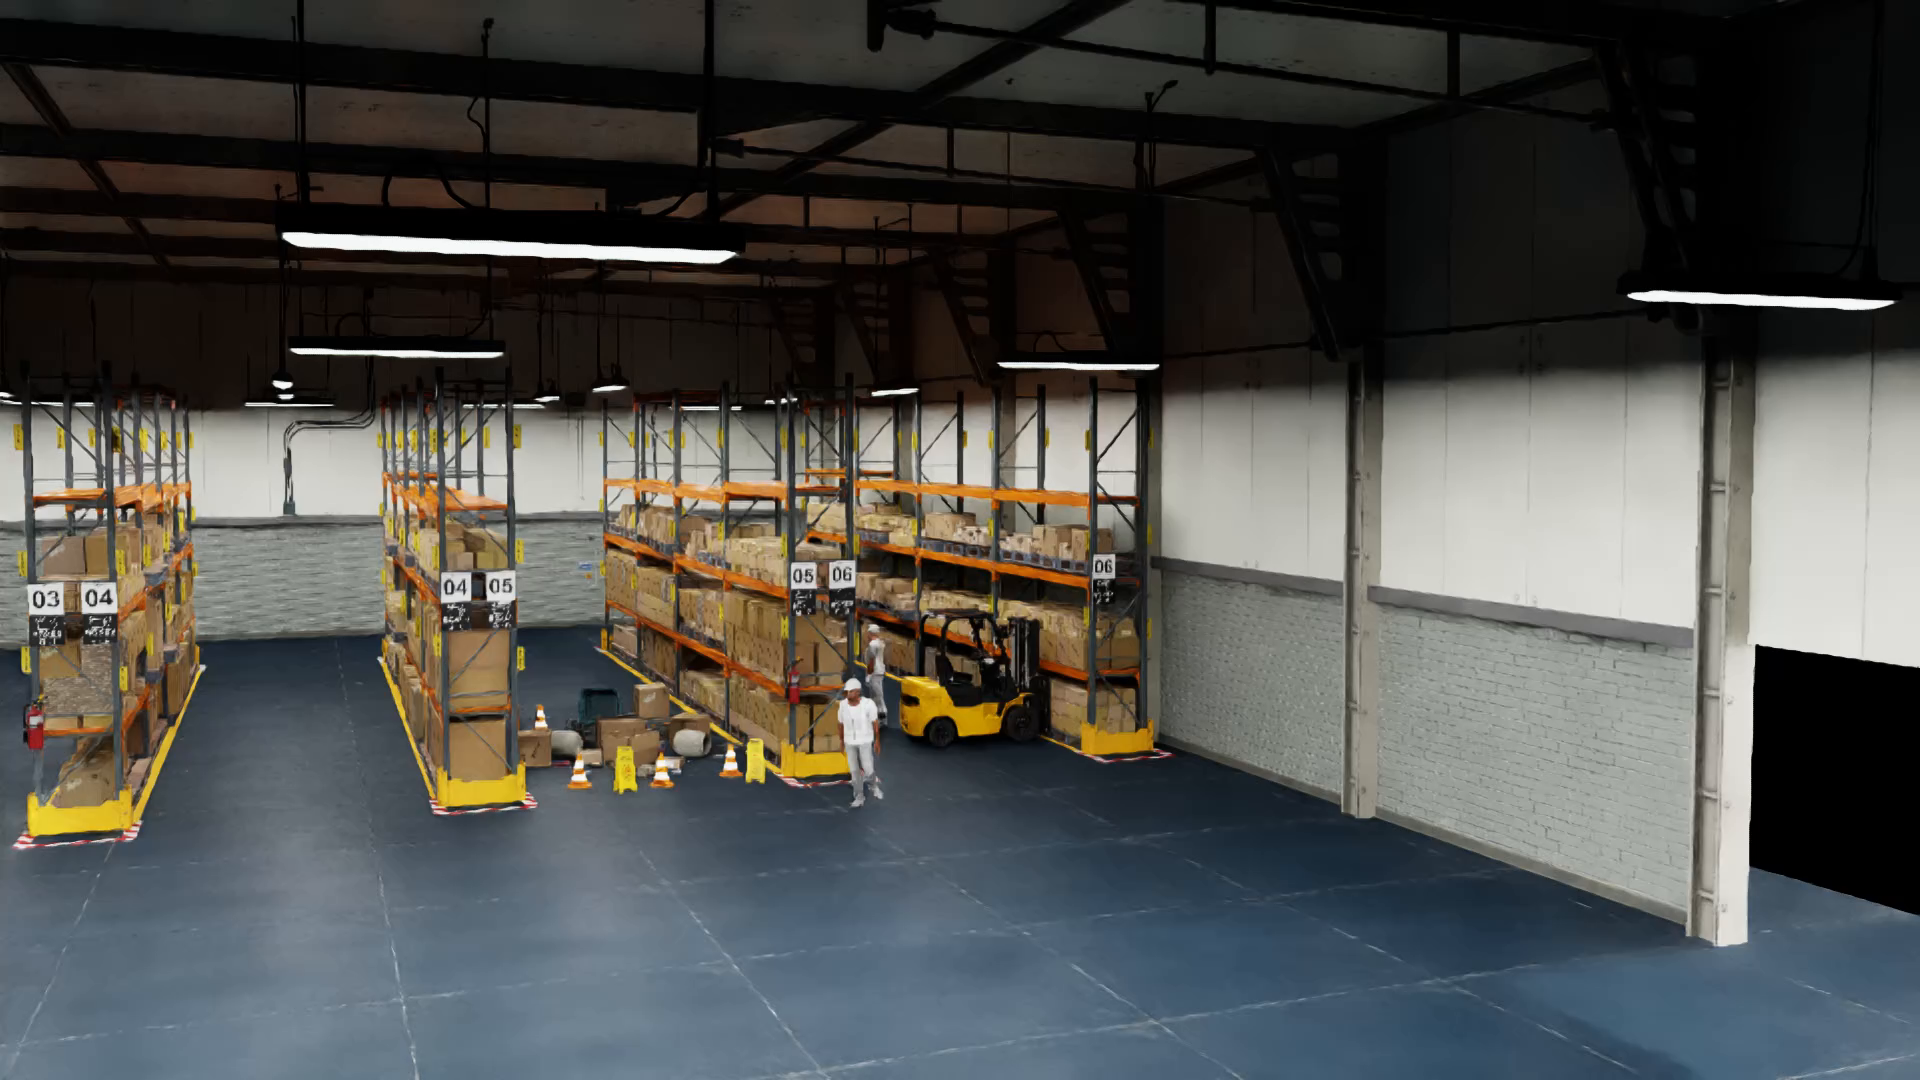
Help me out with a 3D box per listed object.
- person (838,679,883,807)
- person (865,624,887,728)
[{"bbox_3d":[-1.368,2.761,22.753,0.615,1.761,0.577,1,4,18],"label":"person"},{"bbox_3d":[-1.522,2.351,28.968,0.577,1.785,0.655,1,3,9],"label":"person"}]
